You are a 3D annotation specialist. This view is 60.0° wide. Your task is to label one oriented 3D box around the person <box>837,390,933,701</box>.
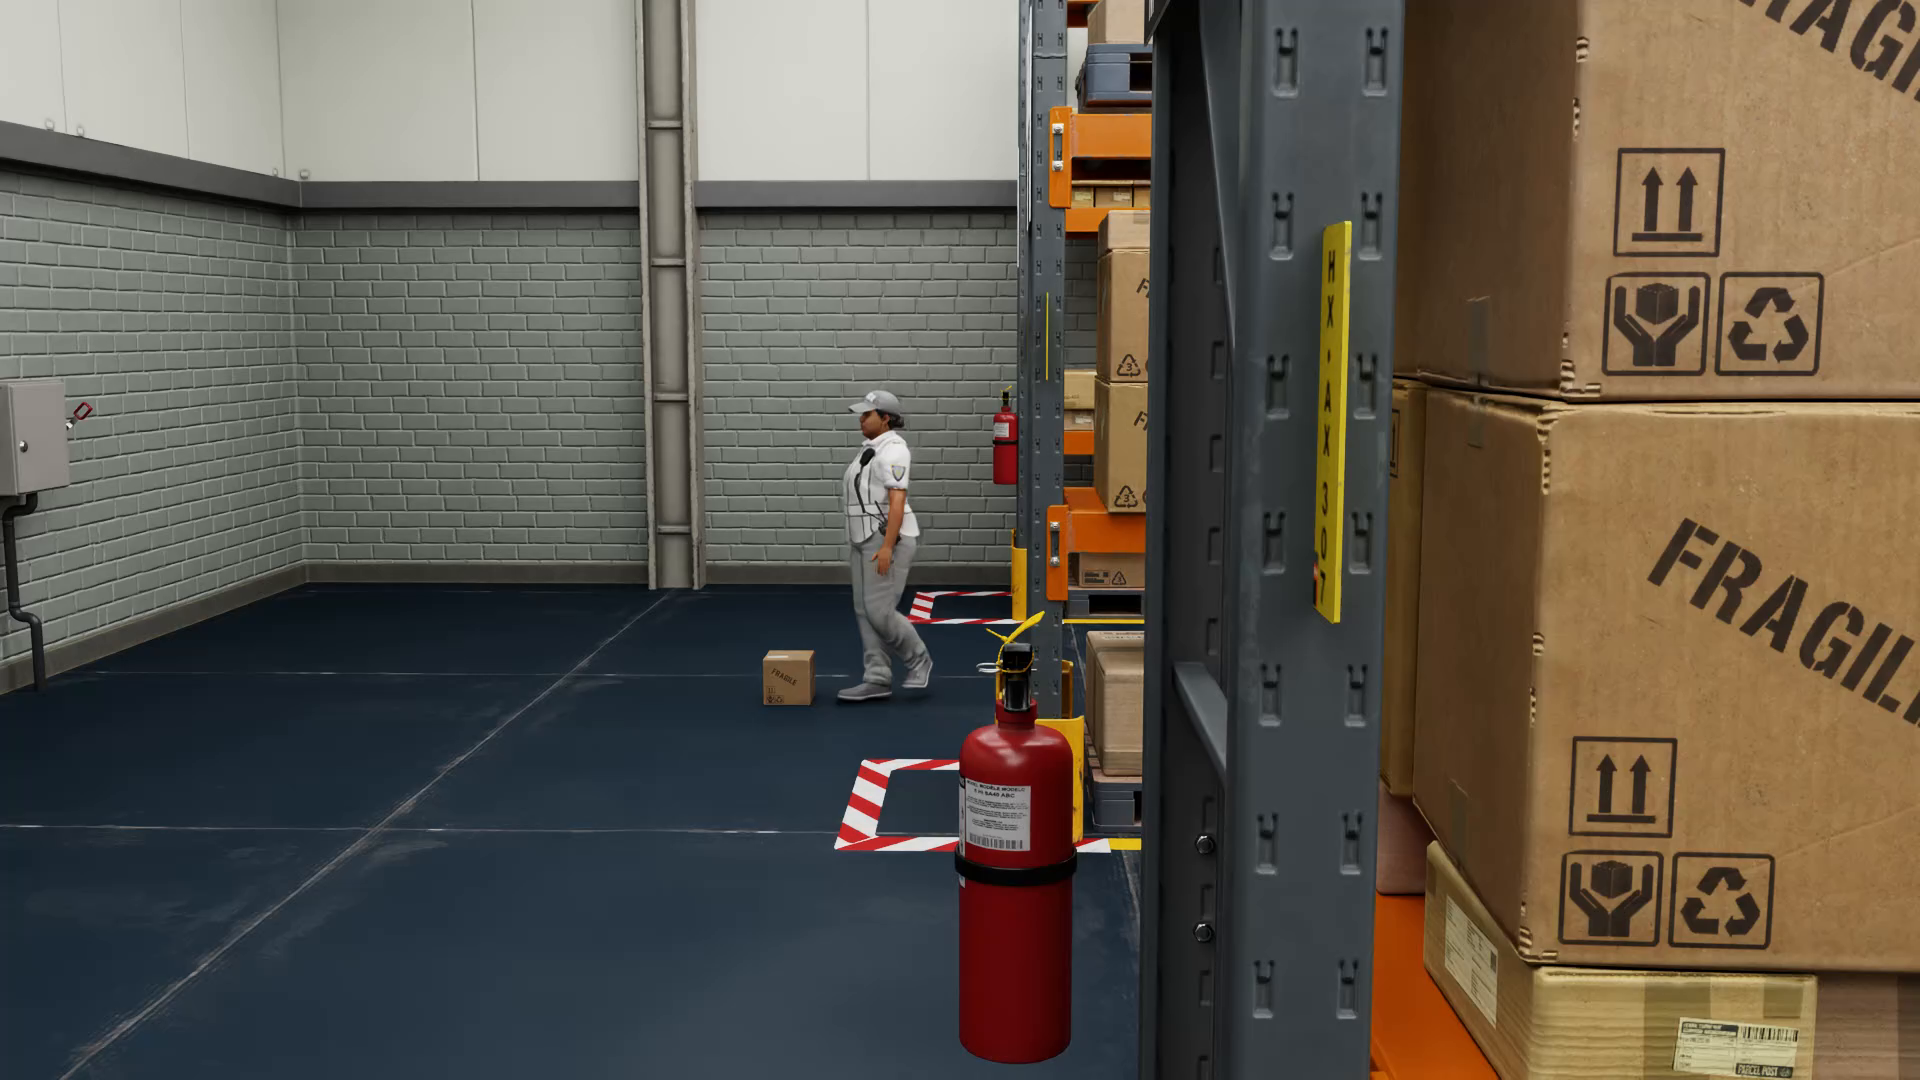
[{"bbox_3d":[-0.396,0.032,8.920,0.524,1.666,0.541,-3,8,-24],"label":"person"}]
